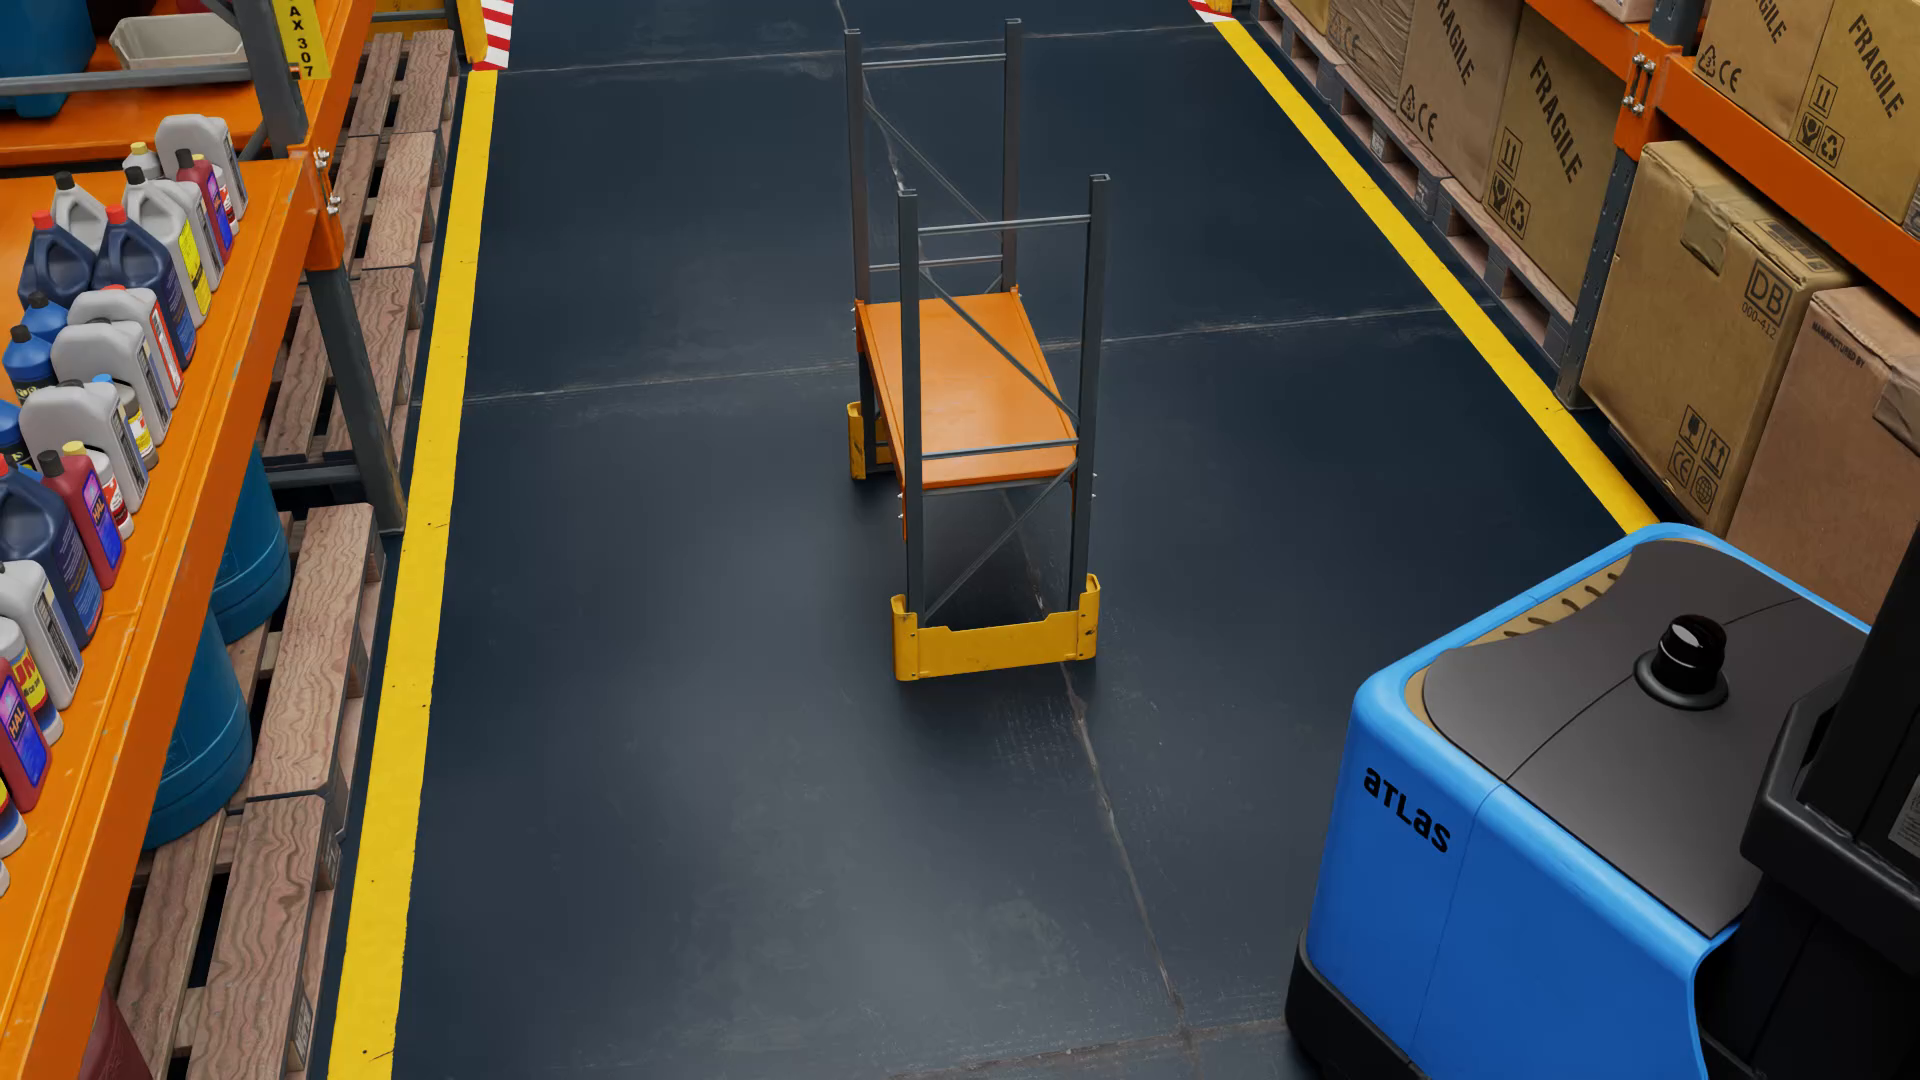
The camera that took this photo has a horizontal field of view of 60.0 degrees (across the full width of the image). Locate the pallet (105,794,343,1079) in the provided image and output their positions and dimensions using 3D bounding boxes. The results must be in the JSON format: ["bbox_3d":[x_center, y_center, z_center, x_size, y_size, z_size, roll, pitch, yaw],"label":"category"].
[{"bbox_3d":[-1.953,1.123,3.632,1.003,0.211,1.213,-6,38,-8],"label":"pallet"}]

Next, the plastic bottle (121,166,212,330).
[{"bbox_3d":[-1.781,-0.647,3.678,0.144,0.351,0.185,-6,38,-8],"label":"plastic bottle"}]

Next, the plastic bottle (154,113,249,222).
[{"bbox_3d":[-1.877,-0.935,4.109,0.152,0.276,0.135,-6,38,-8],"label":"plastic bottle"}]

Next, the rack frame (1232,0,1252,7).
[{"bbox_3d":[1.911,-4.136,8.128,1.000,3.000,0.127,-6,38,-8],"label":"rack frame"}]

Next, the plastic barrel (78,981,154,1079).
[{"bbox_3d":[-1.864,1.040,3.090,0.600,0.588,0.708,-6,38,-8],"label":"plastic barrel"}]

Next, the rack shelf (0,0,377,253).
[{"bbox_3d":[-2.615,-2.111,6.108,1.077,0.370,4.000,-6,38,-8],"label":"rack shelf"}]

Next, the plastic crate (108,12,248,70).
[{"bbox_3d":[-2.205,-1.403,4.777,0.396,0.136,0.243,-6,38,-8],"label":"plastic crate"}]

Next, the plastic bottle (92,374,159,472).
[{"bbox_3d":[-1.654,-0.231,3.265,0.097,0.201,0.097,0,38,0],"label":"plastic bottle"}]

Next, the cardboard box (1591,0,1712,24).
[{"bbox_3d":[2.236,-1.769,5.287,0.380,0.149,0.250,-6,38,-8],"label":"cardboard box"}]

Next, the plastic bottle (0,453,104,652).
[{"bbox_3d":[-1.588,0.018,2.822,0.144,0.351,0.185,-6,38,-8],"label":"plastic bottle"}]

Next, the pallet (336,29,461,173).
[{"bbox_3d":[-2.859,-1.999,7.651,1.003,0.211,1.213,-6,38,-8],"label":"pallet"}]

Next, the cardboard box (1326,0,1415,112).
[{"bbox_3d":[2.261,-2.535,7.457,0.875,0.875,0.875,-6,38,-8],"label":"cardboard box"}]

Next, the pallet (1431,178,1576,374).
[{"bbox_3d":[2.556,-1.086,6.476,1.003,0.211,1.213,-6,38,-8],"label":"pallet"}]

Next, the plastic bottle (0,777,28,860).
[{"bbox_3d":[-1.476,0.353,2.456,0.097,0.271,0.097,0,38,0],"label":"plastic bottle"}]

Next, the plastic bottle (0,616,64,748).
[{"bbox_3d":[-1.517,0.213,2.635,0.097,0.271,0.097,0,38,0],"label":"plastic bottle"}]

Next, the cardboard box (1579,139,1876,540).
[{"bbox_3d":[2.744,-0.662,5.047,1.225,0.875,0.875,-6,38,-8],"label":"cardboard box"}]

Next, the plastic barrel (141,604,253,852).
[{"bbox_3d":[-2.062,0.234,3.872,0.600,0.901,0.708,-6,38,-8],"label":"plastic barrel"}]

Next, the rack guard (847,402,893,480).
[{"bbox_3d":[-0.074,-0.353,5.501,0.587,0.250,0.087,-6,38,-8],"label":"rack guard"}]

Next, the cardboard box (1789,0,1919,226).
[{"bbox_3d":[2.535,-1.151,4.205,0.500,0.500,0.500,-6,38,-8],"label":"cardboard box"}]

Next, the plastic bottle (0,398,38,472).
[{"bbox_3d":[-1.780,-0.161,3.118,0.097,0.271,0.097,0,38,0],"label":"plastic bottle"}]

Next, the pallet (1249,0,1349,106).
[{"bbox_3d":[2.128,-2.560,8.373,1.003,0.211,1.213,-6,38,-8],"label":"pallet"}]

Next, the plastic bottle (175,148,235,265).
[{"bbox_3d":[-1.792,-0.803,3.933,0.061,0.283,0.133,-6,38,-8],"label":"plastic bottle"}]

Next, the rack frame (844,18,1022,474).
[{"bbox_3d":[-0.074,-0.848,5.119,0.500,1.500,0.032,-6,38,-8],"label":"rack frame"}]

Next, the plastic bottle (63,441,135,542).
[{"bbox_3d":[-1.613,-0.091,3.084,0.097,0.201,0.097,0,38,0],"label":"plastic bottle"}]

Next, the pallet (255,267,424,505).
[{"bbox_3d":[-2.431,-0.526,5.754,1.003,0.211,1.213,-6,38,-8],"label":"pallet"}]

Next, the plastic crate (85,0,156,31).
[{"bbox_3d":[-2.725,-1.749,5.232,0.437,0.125,0.590,-6,38,-8],"label":"plastic crate"}]

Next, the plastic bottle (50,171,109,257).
[{"bbox_3d":[-1.923,-0.632,3.658,0.144,0.351,0.185,-6,38,-8],"label":"plastic bottle"}]

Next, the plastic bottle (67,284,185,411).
[{"bbox_3d":[-1.725,-0.409,3.433,0.152,0.276,0.135,-6,38,-8],"label":"plastic bottle"}]

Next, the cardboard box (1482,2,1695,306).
[{"bbox_3d":[2.575,-1.454,6.066,0.875,0.875,0.875,-6,38,-8],"label":"cardboard box"}]

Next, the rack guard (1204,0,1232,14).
[{"bbox_3d":[1.906,-3.163,8.914,1.175,0.500,0.348,-6,38,-8],"label":"rack guard"}]

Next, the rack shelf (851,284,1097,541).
[{"bbox_3d":[0.015,-0.399,4.834,0.538,0.185,1.000,-6,38,-8],"label":"rack shelf"}]

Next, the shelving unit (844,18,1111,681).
[{"bbox_3d":[0.013,-0.546,4.731,0.587,1.500,1.083,-6,38,-8],"label":"shelving unit"}]

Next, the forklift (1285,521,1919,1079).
[{"bbox_3d":[1.986,0.540,2.166,1.130,2.935,3.031,-23,43,-27],"label":"forklift"}]

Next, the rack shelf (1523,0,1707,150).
[{"bbox_3d":[2.261,-2.643,6.794,1.077,0.370,4.000,-6,38,-8],"label":"rack shelf"}]

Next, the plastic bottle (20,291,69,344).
[{"bbox_3d":[-1.844,-0.383,3.403,0.097,0.271,0.097,0,38,0],"label":"plastic bottle"}]

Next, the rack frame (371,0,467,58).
[{"bbox_3d":[-2.966,-3.603,7.442,1.000,3.000,0.127,-6,38,-8],"label":"rack frame"}]
